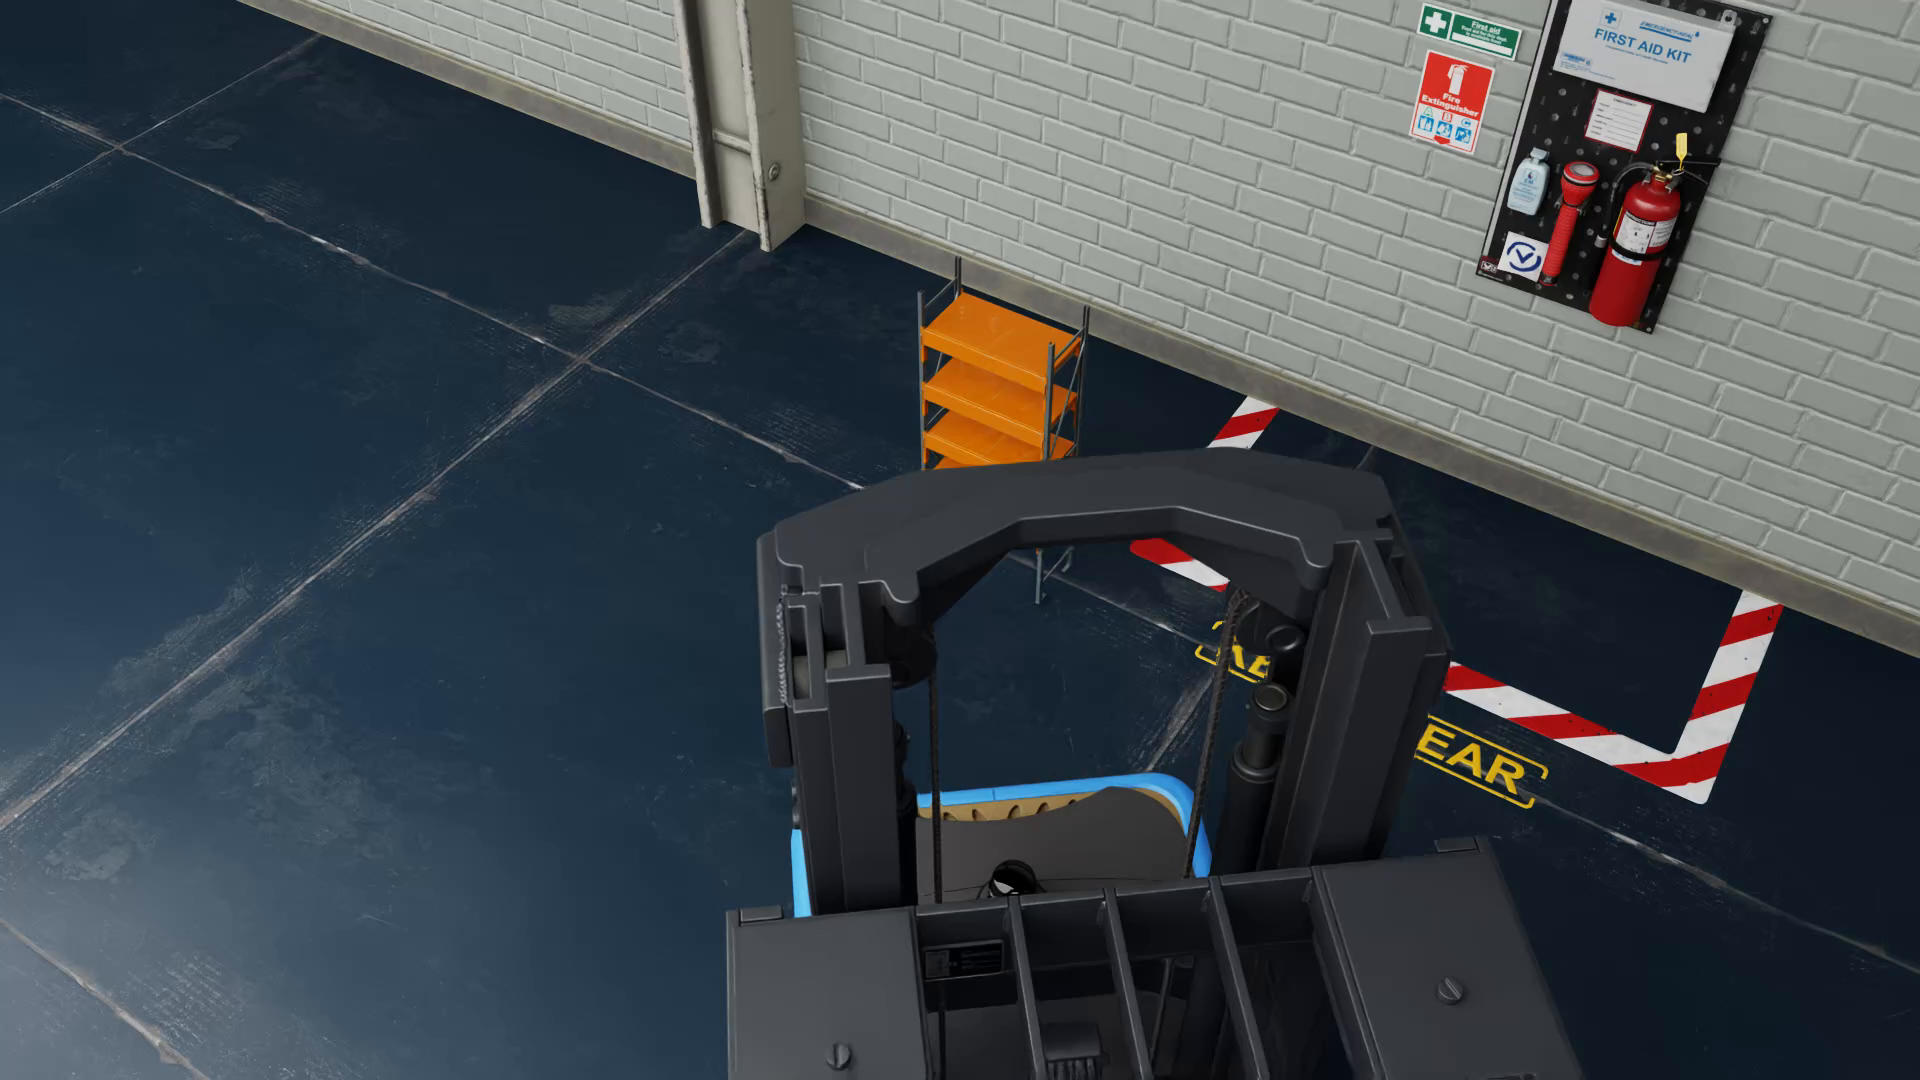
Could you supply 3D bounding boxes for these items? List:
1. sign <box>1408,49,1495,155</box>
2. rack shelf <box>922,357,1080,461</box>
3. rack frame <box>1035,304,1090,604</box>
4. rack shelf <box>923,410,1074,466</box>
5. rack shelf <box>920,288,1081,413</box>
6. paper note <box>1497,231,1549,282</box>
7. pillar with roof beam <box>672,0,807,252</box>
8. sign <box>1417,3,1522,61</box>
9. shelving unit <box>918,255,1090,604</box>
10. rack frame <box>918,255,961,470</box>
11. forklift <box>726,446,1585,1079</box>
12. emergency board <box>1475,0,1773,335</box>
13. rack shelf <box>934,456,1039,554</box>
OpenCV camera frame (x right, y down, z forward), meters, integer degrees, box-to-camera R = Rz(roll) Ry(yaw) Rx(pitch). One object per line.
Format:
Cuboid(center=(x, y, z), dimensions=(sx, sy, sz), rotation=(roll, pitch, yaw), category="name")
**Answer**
Cuboid(center=(1.638, -1.460, 5.552), dimensions=(0.234, 0.329, 0.001), rotation=(25, 51, 22), category="sign")
Cuboid(center=(0.139, -0.463, 5.645), dimensions=(0.480, 0.148, 0.258), rotation=(25, 51, 22), category="rack shelf")
Cuboid(center=(0.345, -0.260, 5.666), dimensions=(0.015, 1.200, 0.240), rotation=(25, 51, 22), category="rack frame")
Cuboid(center=(0.139, -0.307, 5.806), dimensions=(0.480, 0.148, 0.258), rotation=(25, 51, 22), category="rack shelf")
Cuboid(center=(0.139, -0.628, 5.476), dimensions=(0.480, 0.148, 0.258), rotation=(25, 51, 22), category="rack shelf")
Cuboid(center=(1.936, -0.974, 5.719), dimensions=(0.142, 0.148, 0.016), rotation=(25, 51, 22), category="paper note")
Cuboid(center=(-3.267, -2.006, 1.924), dimensions=(0.400, 9.000, 9.100), rotation=(25, 51, 22), category="pillar with roof beam")
Cuboid(center=(1.637, -1.637, 5.355), dimensions=(0.331, 0.109, 0.001), rotation=(25, 51, 22), category="sign")
Cuboid(center=(0.139, -0.354, 5.757), dimensions=(0.503, 1.200, 0.258), rotation=(25, 51, 22), category="shelving unit")
Cuboid(center=(-0.066, -0.449, 5.849), dimensions=(0.015, 1.200, 0.240), rotation=(25, 51, 22), category="rack frame")
Cuboid(center=(0.250, 1.398, 2.848), dimensions=(1.130, 2.935, 3.031), rotation=(-5, 46, -5), category="forklift")
Cuboid(center=(2.048, -1.171, 5.296), dimensions=(0.643, 1.169, 0.194), rotation=(25, 51, 22), category="emergency board")
Cuboid(center=(0.139, -0.169, 5.948), dimensions=(0.480, 0.148, 0.258), rotation=(25, 51, 22), category="rack shelf")
